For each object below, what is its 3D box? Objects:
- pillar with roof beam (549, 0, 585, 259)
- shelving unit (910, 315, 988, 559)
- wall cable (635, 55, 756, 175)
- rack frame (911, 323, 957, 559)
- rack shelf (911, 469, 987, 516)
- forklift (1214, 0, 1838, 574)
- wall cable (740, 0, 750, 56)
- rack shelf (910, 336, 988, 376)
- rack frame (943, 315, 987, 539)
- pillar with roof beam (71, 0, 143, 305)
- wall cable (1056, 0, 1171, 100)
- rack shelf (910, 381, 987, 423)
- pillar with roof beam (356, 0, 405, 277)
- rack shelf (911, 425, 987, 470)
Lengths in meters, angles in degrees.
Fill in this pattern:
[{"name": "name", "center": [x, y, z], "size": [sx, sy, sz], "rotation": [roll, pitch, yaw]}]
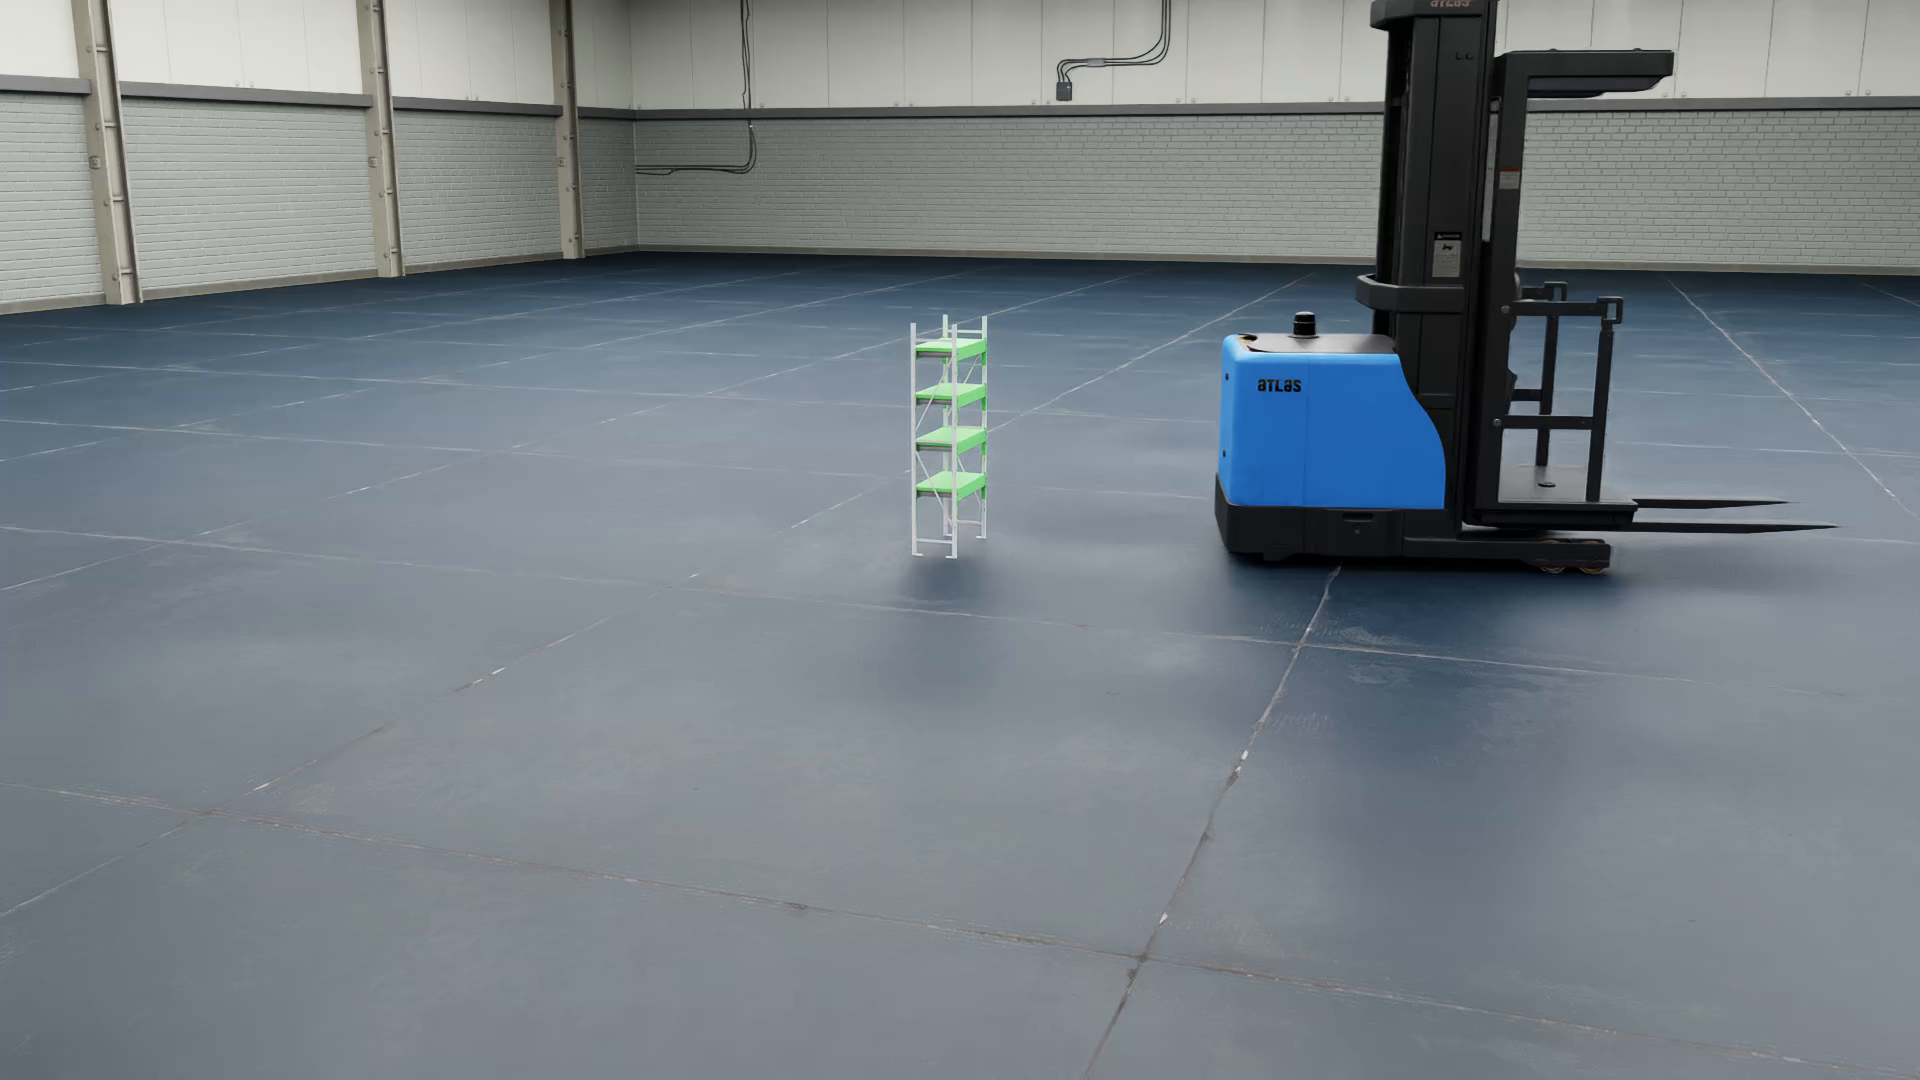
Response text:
[{"name": "pillar with roof beam", "center": [-4.050, -10.004, 32.596], "size": [9.100, 9.000, 0.400], "rotation": [4, 14, 18]}, {"name": "shelving unit", "center": [-0.054, -0.550, 8.702], "size": [0.258, 1.200, 0.503], "rotation": [4, 14, 18]}, {"name": "wall cable", "center": [-5.919, -9.325, 36.600], "size": [3.097, 2.526, 0.112], "rotation": [4, 14, 18]}, {"name": "rack frame", "center": [-0.133, -0.499, 8.477], "size": [0.240, 1.200, 0.015], "rotation": [4, 14, 18]}, {"name": "rack shelf", "center": [-0.054, -0.254, 8.769], "size": [0.258, 0.148, 0.480], "rotation": [4, 14, 18]}, {"name": "forklift", "center": [2.898, -1.383, 8.462], "size": [3.031, 2.935, 1.130], "rotation": [1, 13, 5]}, {"name": "wall cable", "center": [-3.359, -11.593, 35.185], "size": [3.097, 2.526, 0.112], "rotation": [4, 14, 18]}, {"name": "rack shelf", "center": [-0.054, -0.956, 8.609], "size": [0.258, 0.148, 0.480], "rotation": [4, 14, 18]}, {"name": "rack frame", "center": [0.025, -0.601, 8.927], "size": [0.240, 1.200, 0.015], "rotation": [4, 14, 18]}, {"name": "pillar with roof beam", "center": [-7.932, -7.478, 21.526], "size": [9.100, 9.000, 0.400], "rotation": [4, 14, 18]}, {"name": "wall cable", "center": [3.059, -11.810, 32.867], "size": [2.305, 6.003, 0.169], "rotation": [4, 14, 18]}, {"name": "rack shelf", "center": [-0.054, -0.722, 8.663], "size": [0.258, 0.148, 0.480], "rotation": [4, 14, 18]}, {"name": "pillar with roof beam", "center": [-5.991, -8.741, 27.061], "size": [9.100, 9.000, 0.400], "rotation": [4, 14, 18]}, {"name": "rack shelf", "center": [-0.054, -0.488, 8.716], "size": [0.258, 0.148, 0.480], "rotation": [4, 14, 18]}]
